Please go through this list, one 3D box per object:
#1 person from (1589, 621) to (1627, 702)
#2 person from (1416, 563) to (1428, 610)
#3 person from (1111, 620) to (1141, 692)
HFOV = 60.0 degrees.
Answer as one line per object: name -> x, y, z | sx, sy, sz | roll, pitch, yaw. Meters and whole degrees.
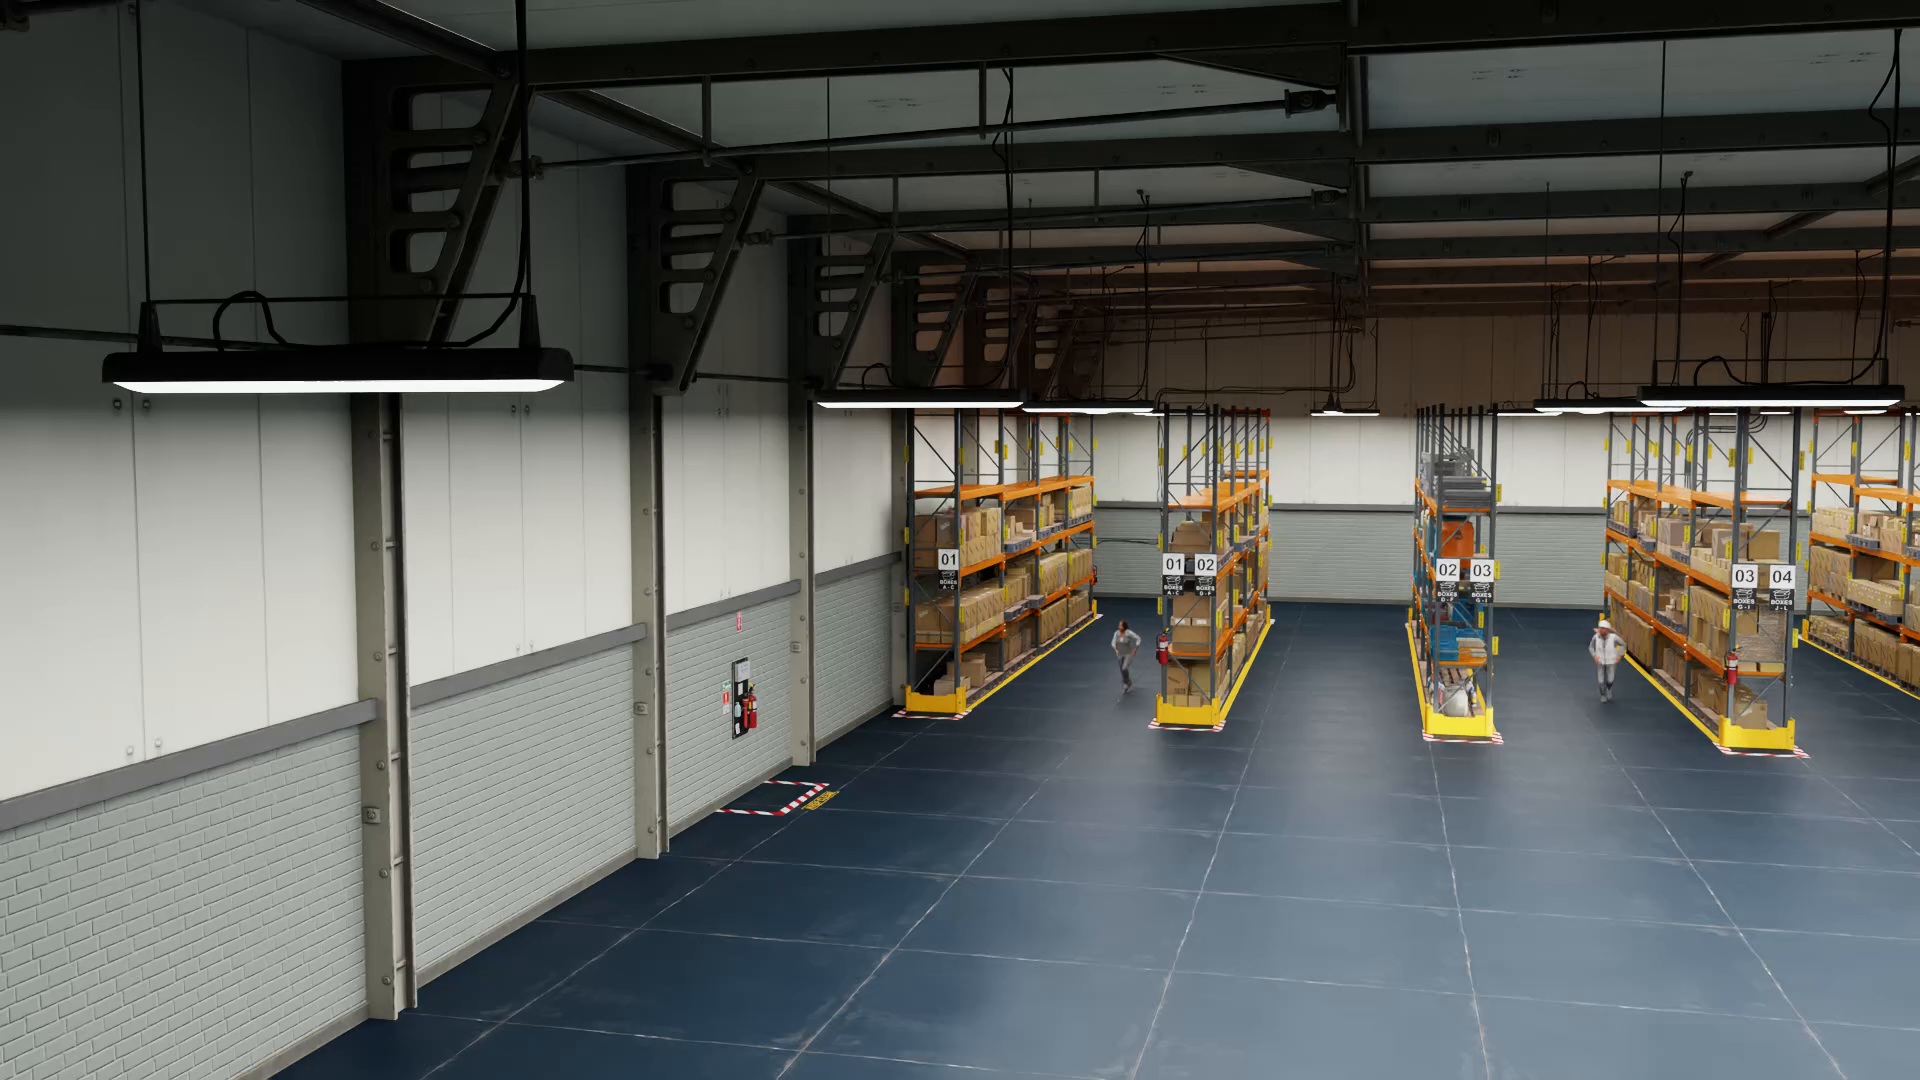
person -> 13.049, 2.443, 33.511 | 0.709, 1.681, 0.699 | 2, 4, 22
person -> 13.827, 1.271, 49.052 | 0.739, 1.789, 0.553 | 2, 5, 28
person -> 3.473, 2.419, 34.720 | 0.582, 1.518, 0.797 | 2, 5, 23
